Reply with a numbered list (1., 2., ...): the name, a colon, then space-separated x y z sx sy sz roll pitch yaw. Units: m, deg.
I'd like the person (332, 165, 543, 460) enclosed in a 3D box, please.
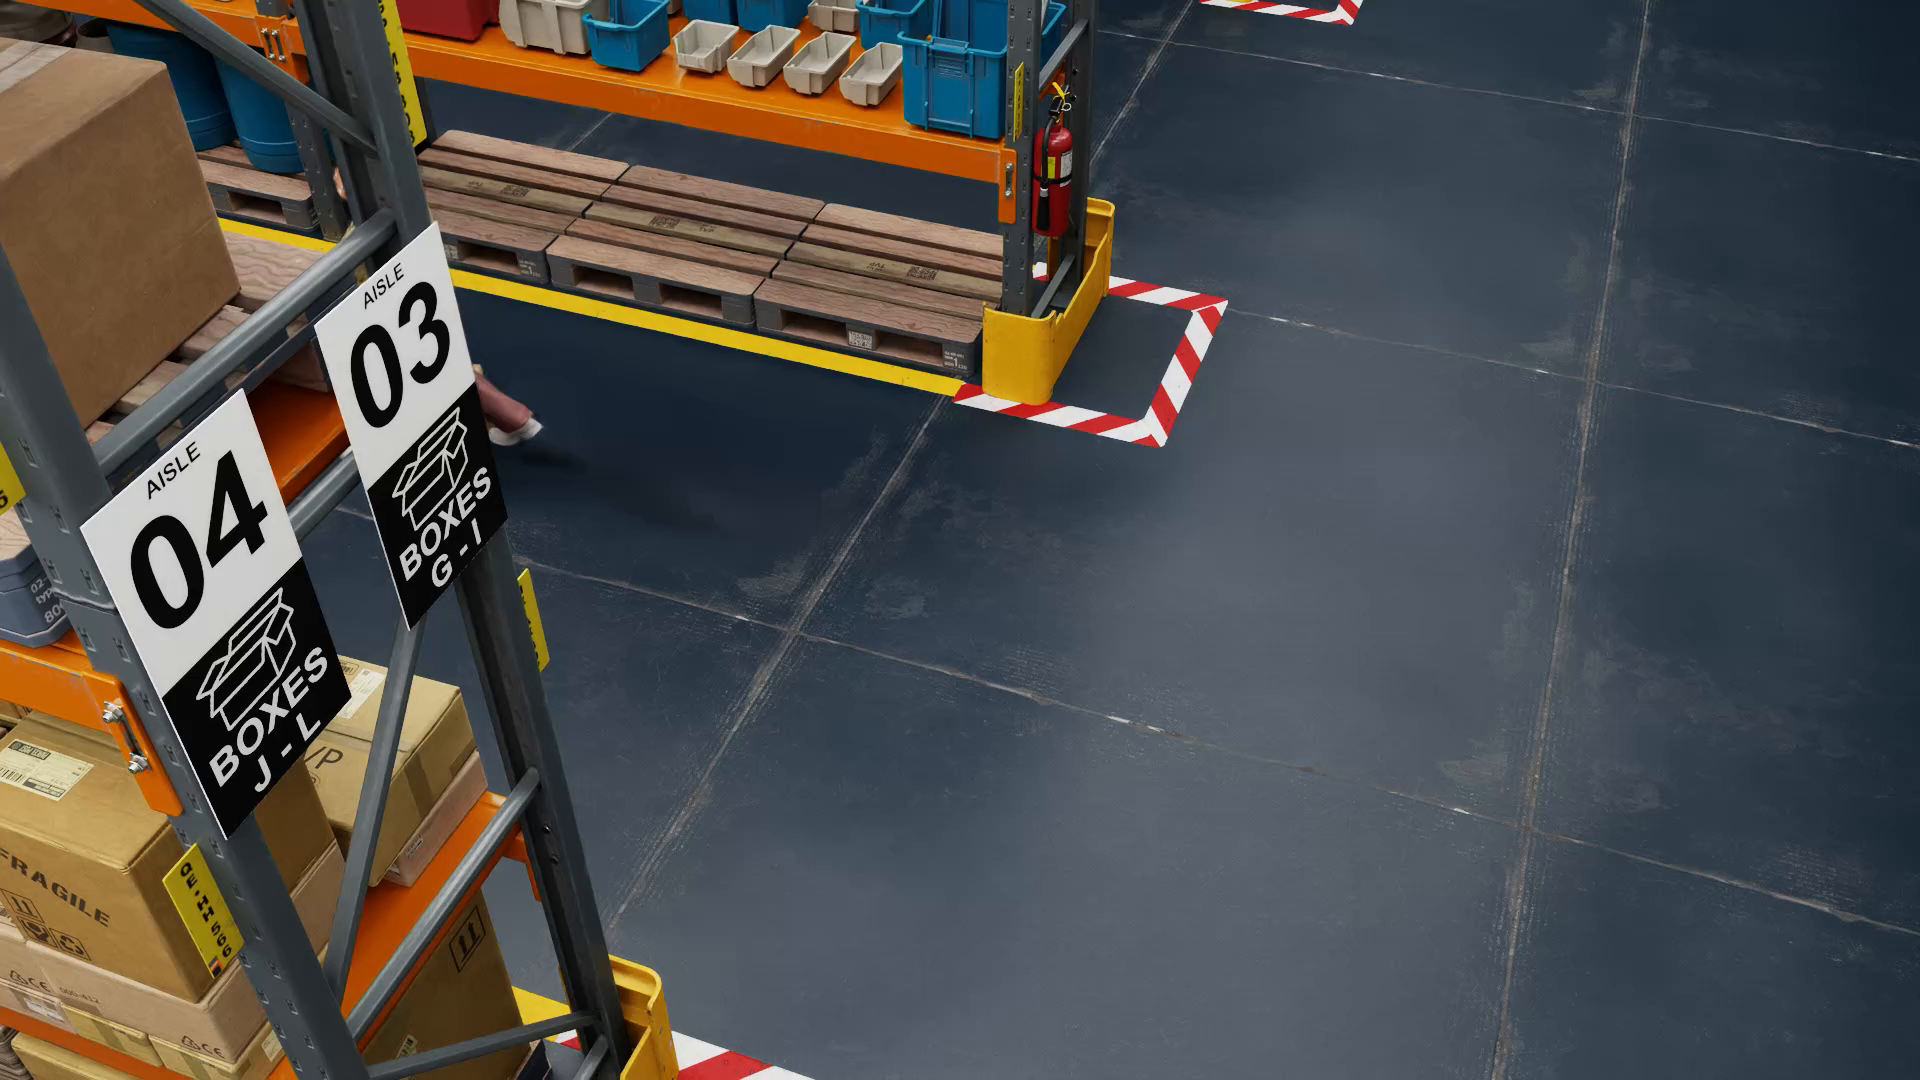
1. person: -2.426 -0.987 7.267 0.979 1.623 0.456 6 42 7
